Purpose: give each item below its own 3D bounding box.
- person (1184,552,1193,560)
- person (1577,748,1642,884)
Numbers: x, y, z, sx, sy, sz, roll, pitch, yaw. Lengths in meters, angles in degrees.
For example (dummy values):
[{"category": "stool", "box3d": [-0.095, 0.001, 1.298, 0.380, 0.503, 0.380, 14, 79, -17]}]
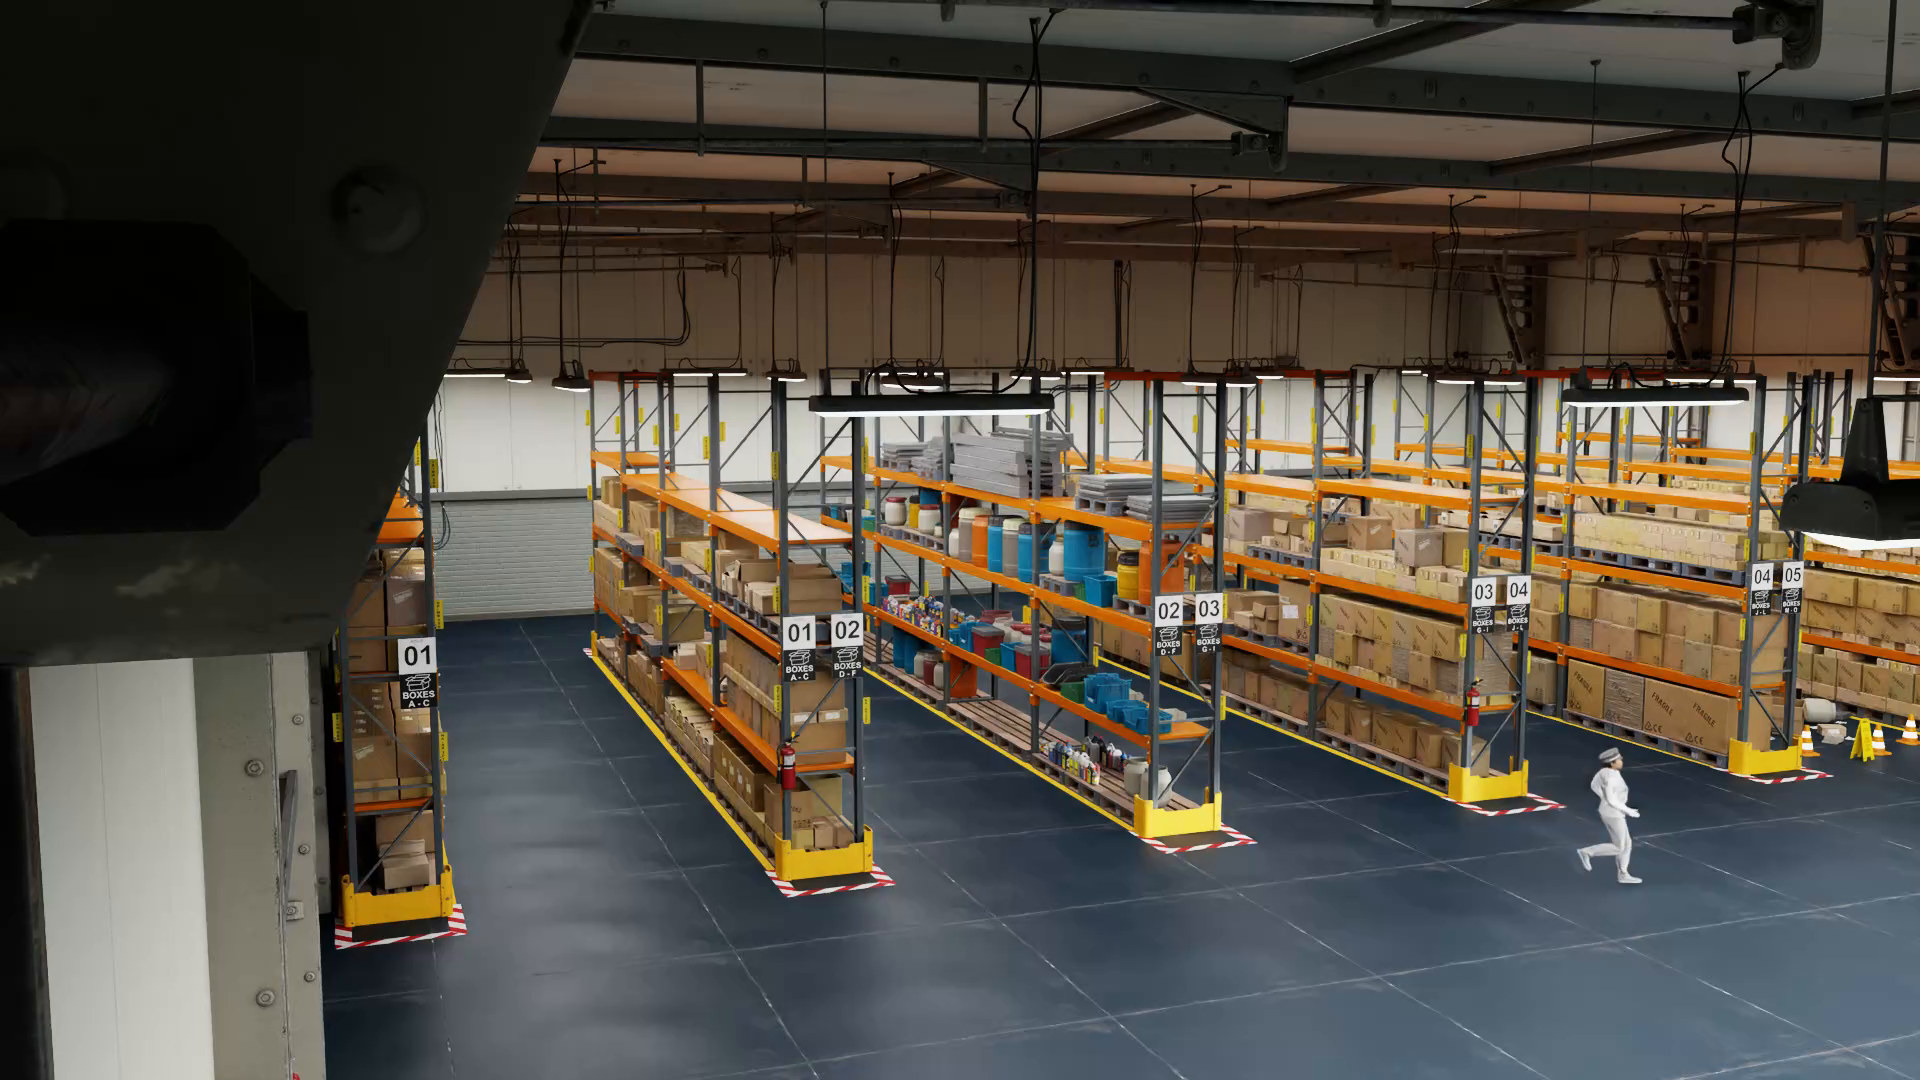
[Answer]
[{"category": "person", "box3d": [5.648, 0.949, 40.816, 0.582, 1.752, 0.724, -6, 9, -42]}, {"category": "person", "box3d": [7.831, 3.294, 19.939, 0.711, 1.657, 0.633, 1, 6, 9]}]
